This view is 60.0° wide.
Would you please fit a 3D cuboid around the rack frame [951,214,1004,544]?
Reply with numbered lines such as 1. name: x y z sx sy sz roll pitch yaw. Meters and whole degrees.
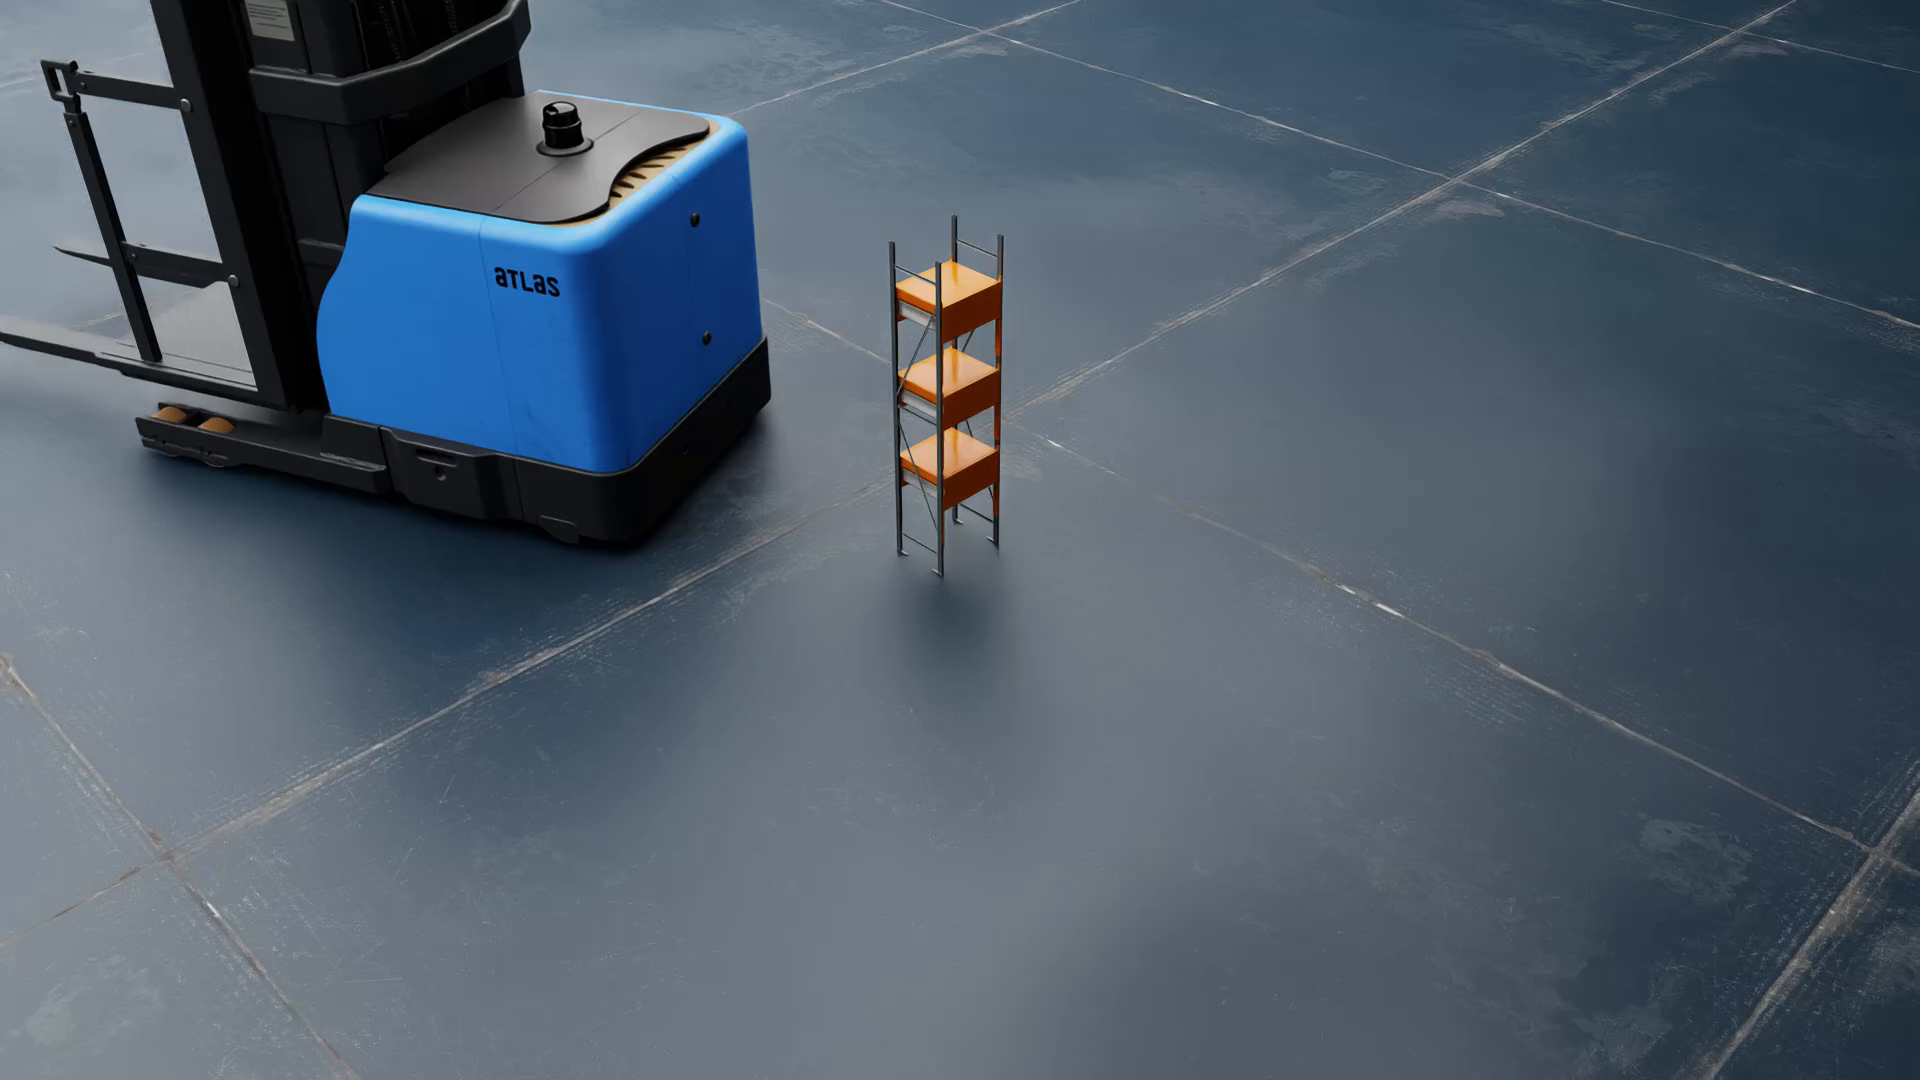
1. rack frame: 0.048 -0.458 4.990 0.200 1.050 0.008 30 45 35

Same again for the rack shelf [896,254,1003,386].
1. rack shelf: -0.038 -0.633 4.762 0.215 0.259 0.240 30 45 35

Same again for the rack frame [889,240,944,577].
1. rack frame: -0.124 -0.359 4.848 0.200 1.050 0.008 30 45 35

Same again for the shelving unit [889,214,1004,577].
1. shelving unit: -0.038 -0.409 4.919 0.215 1.050 0.252 30 45 35

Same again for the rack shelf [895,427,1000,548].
1. rack shelf: -0.038 -0.172 5.084 0.215 0.259 0.240 30 45 35

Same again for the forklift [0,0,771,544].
1. forklift: -2.234 -1.712 5.143 3.031 2.935 1.130 12 37 17

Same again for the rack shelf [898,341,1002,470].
1. rack shelf: -0.038 -0.400 4.925 0.215 0.259 0.240 30 45 35
